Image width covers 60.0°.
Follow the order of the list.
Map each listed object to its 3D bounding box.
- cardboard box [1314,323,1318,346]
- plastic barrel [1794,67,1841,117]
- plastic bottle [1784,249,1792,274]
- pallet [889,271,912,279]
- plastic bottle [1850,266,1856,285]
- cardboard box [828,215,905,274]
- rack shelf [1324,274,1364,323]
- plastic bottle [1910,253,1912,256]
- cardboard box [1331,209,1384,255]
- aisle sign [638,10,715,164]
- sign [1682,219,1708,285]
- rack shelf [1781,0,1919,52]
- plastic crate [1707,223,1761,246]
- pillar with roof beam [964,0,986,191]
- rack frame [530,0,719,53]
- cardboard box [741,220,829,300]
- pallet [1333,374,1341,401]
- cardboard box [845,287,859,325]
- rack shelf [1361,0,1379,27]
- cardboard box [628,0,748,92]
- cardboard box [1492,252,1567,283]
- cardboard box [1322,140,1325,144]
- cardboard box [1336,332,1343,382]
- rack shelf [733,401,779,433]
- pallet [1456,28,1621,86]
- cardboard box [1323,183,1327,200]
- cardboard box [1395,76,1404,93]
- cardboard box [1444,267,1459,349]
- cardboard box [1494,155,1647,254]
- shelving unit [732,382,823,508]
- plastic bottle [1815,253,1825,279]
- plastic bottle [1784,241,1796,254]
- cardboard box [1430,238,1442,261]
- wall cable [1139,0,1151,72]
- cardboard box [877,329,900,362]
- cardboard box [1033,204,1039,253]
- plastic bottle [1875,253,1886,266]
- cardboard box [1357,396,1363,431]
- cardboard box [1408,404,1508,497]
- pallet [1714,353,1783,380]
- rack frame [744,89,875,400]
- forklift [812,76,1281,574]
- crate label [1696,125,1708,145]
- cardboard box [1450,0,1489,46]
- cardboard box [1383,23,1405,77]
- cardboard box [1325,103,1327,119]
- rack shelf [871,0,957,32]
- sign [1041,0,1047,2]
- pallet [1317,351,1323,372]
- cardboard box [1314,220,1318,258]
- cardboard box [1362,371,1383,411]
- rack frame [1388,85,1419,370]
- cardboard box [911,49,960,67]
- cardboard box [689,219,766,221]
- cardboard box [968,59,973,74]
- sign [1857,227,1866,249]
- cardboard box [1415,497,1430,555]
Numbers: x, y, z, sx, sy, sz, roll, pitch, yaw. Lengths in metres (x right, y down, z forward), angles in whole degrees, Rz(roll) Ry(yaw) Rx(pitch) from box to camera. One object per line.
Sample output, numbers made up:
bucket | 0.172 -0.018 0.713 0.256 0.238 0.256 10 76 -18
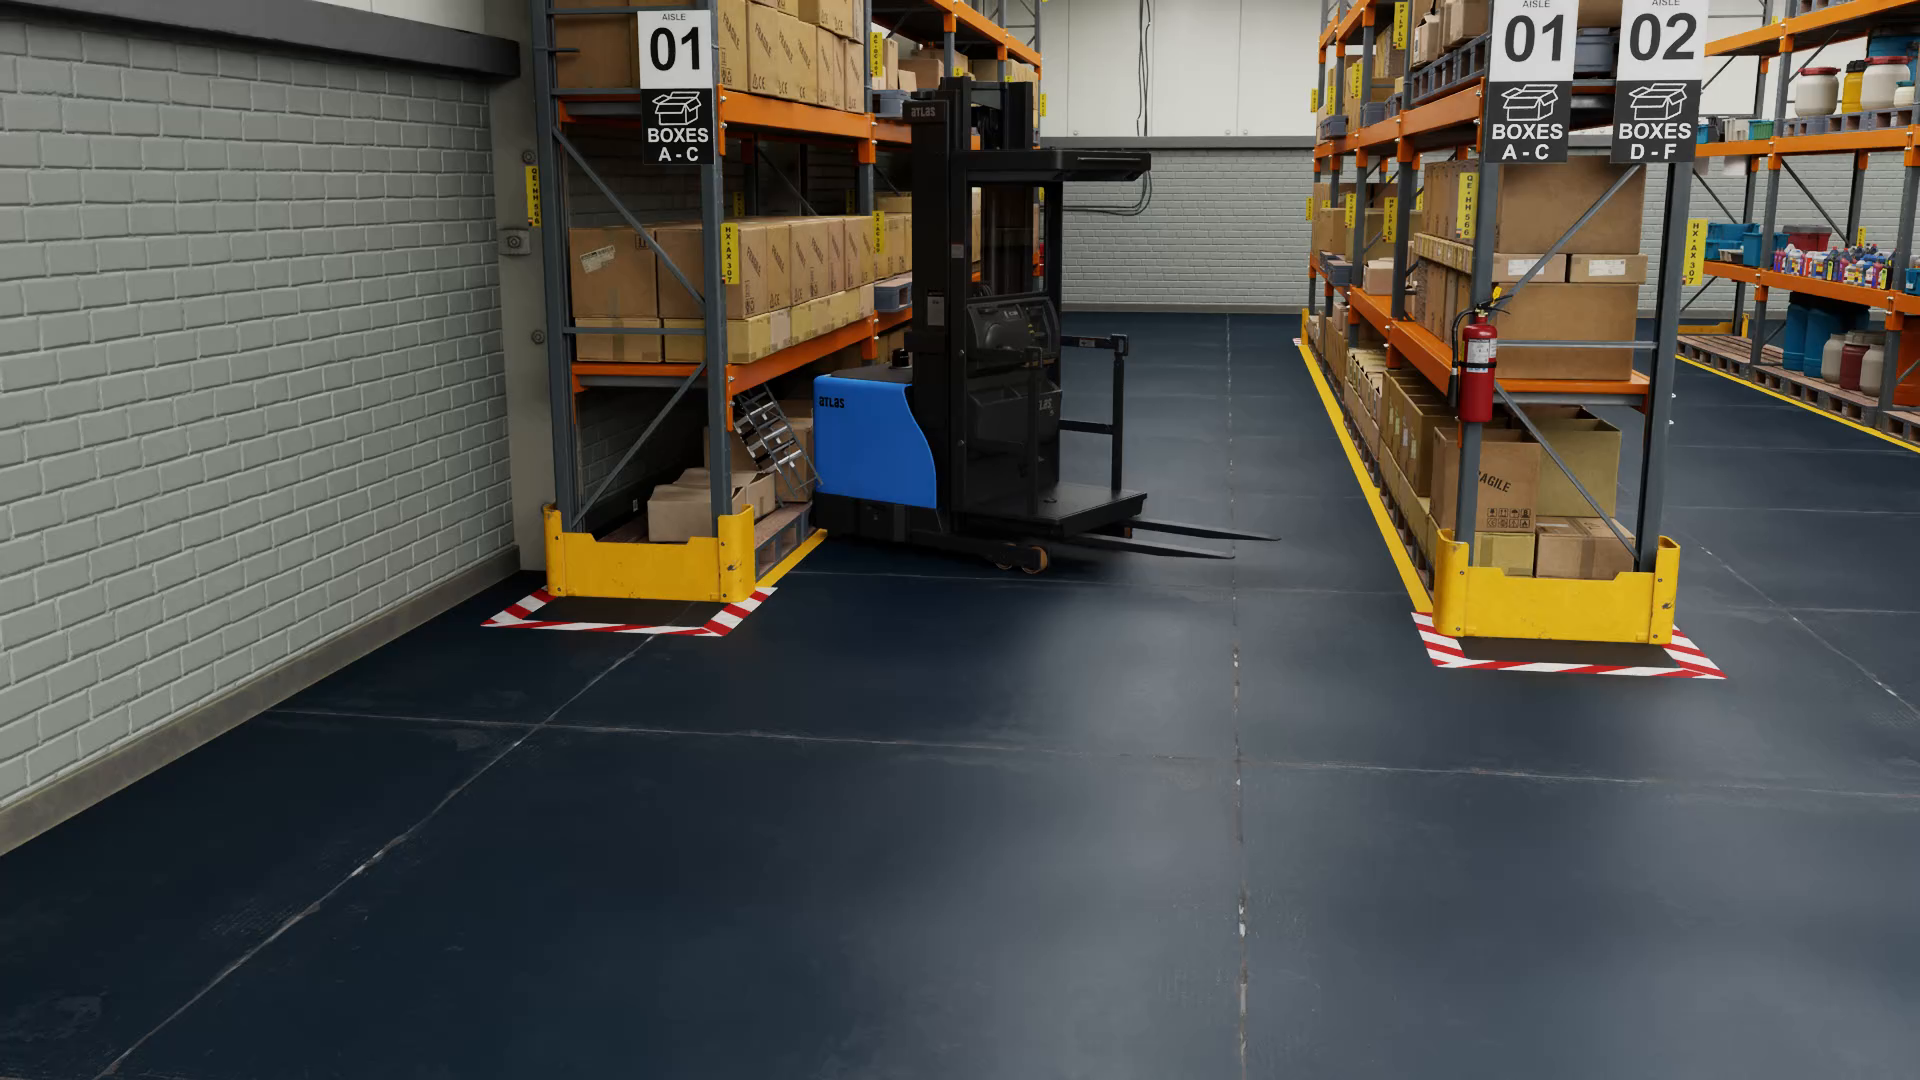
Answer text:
cardboard box | 4.874 -2.672 21.611 0.500 0.311 0.500 2 12 9
plastic barrel | 9.517 -4.963 18.463 0.433 0.535 0.433 0 12 0
plastic bottle | 9.332 -3.128 18.695 0.097 0.271 0.097 0 12 0
pallet | -0.823 -2.308 15.036 1.003 0.211 1.213 2 12 9
plastic bottle | 9.017 -2.667 16.722 0.097 0.201 0.097 0 12 0
cardboard box | -0.899 -2.605 14.679 0.700 0.500 0.500 4 13 16
rack shelf | 4.644 -2.720 18.201 1.077 0.370 4.000 2 12 9
plastic bottle | 9.858 -2.871 17.312 0.144 0.351 0.185 2 12 9
cardboard box | 4.614 -3.505 18.904 0.700 0.500 0.500 4 13 18
aisle sign | -1.504 -2.396 8.818 0.394 0.787 0.004 2 12 9
sign | 3.653 -1.432 8.277 0.100 0.325 0.005 2 12 9
rack shelf | 9.538 -5.296 16.862 1.077 0.370 4.000 2 12 9
plastic crate | 10.594 -4.130 22.810 0.616 0.435 0.499 2 12 9
pillar with roof beam | 4.486 -7.863 26.120 9.100 9.000 0.400 2 12 9
rack frame | -1.789 -4.082 8.575 1.000 3.000 0.127 2 12 9
cardboard box | -1.180 -1.860 11.032 0.500 0.500 0.500 2 12 10
pallet | 4.678 -1.699 18.377 1.003 0.211 1.213 2 12 9
cardboard box | -1.032 -1.707 12.101 0.500 0.250 0.500 2 12 9
rack shelf | 4.029 -4.624 13.747 1.077 0.370 4.000 2 12 9
cardboard box | -1.491 -2.736 9.163 0.500 0.500 0.500 2 12 10
cardboard box | 2.976 -1.441 8.784 0.380 0.149 0.250 2 12 8
cardboard box | 5.001 -5.303 21.714 0.500 0.250 0.500 2 12 9
cardboard box | 4.328 -1.958 17.848 0.500 0.500 0.500 1 12 7
rack shelf | -1.325 -0.805 10.847 0.258 0.077 0.200 -33 5 -36
pallet | 3.240 -2.559 8.838 1.003 0.211 1.213 2 12 9
cardboard box | 4.849 -4.246 20.963 0.500 0.500 0.500 2 12 8
cardboard box | 4.322 -4.157 15.402 0.500 0.250 0.500 1 12 4
cardboard box | 3.426 -1.458 10.400 0.700 0.500 0.500 2 12 10
cardboard box | 3.198 -1.781 8.818 0.700 0.500 0.500 2 12 9
shelving unit | -1.252 -0.678 10.858 0.258 0.900 0.210 -33 5 -36
plastic bottle | 9.175 -2.915 17.706 0.097 0.271 0.097 0 12 0
plastic bottle | 9.465 -3.231 18.983 0.144 0.351 0.185 2 12 9
cardboard box | 3.332 -1.926 11.033 0.380 0.149 0.250 1 12 7
wall cable | 4.567 -9.442 28.827 3.097 2.526 0.112 2 12 9
cardboard box | -0.842 -1.799 15.330 0.500 0.250 0.500 2 12 8
cardboard box | 0.603 -4.520 24.136 0.980 0.700 0.700 2 12 11
plastic bottle | 9.788 -2.914 17.699 0.097 0.271 0.097 0 12 0
cardboard box | 3.736 -1.097 14.493 0.500 0.250 0.500 2 12 10
cardboard box | 3.034 -0.547 10.163 0.500 0.500 0.500 2 12 9
pallet | 9.920 -2.118 20.318 1.003 0.211 1.213 2 12 9
rack frame | -1.174 -1.982 13.070 1.000 3.000 0.127 2 12 9
forklift | 0.510 -1.355 10.324 3.031 2.935 1.130 9 15 35
crate label | 9.999 -5.371 22.029 0.408 0.251 0.502 2 12 9
cardboard box | 3.022 -2.905 9.258 0.500 0.250 0.500 2 12 9
cardboard box | 4.410 -4.750 16.182 0.500 0.500 0.500 2 12 9
cardboard box | 4.917 -5.443 21.179 0.500 0.250 0.500 2 12 9
rack shelf | -0.867 -4.784 14.488 1.077 0.370 4.000 2 12 9
sign | 1.205 -7.888 23.827 0.100 0.325 0.005 2 12 9
pallet | 5.058 -2.267 21.014 1.003 0.211 1.213 2 12 9
cardboard box | 5.084 -4.073 22.537 0.500 0.500 0.500 2 12 8
cardboard box | 3.653 -1.264 13.935 0.500 0.311 0.500 2 12 8
rack frame | 3.721 -1.822 12.329 1.000 3.000 0.127 2 12 9
cardboard box | -0.279 -5.450 18.980 0.500 0.250 0.500 1 12 7
cardboard box | -1.618 -1.983 11.603 0.500 0.500 0.500 2 12 10
cardboard box | -0.067 -5.814 21.074 0.500 0.500 0.500 2 12 8
sign | 10.389 -3.443 19.195 0.100 0.325 0.005 2 12 9
cardboard box | 2.961 -0.076 9.758 0.500 0.250 0.500 2 12 9
